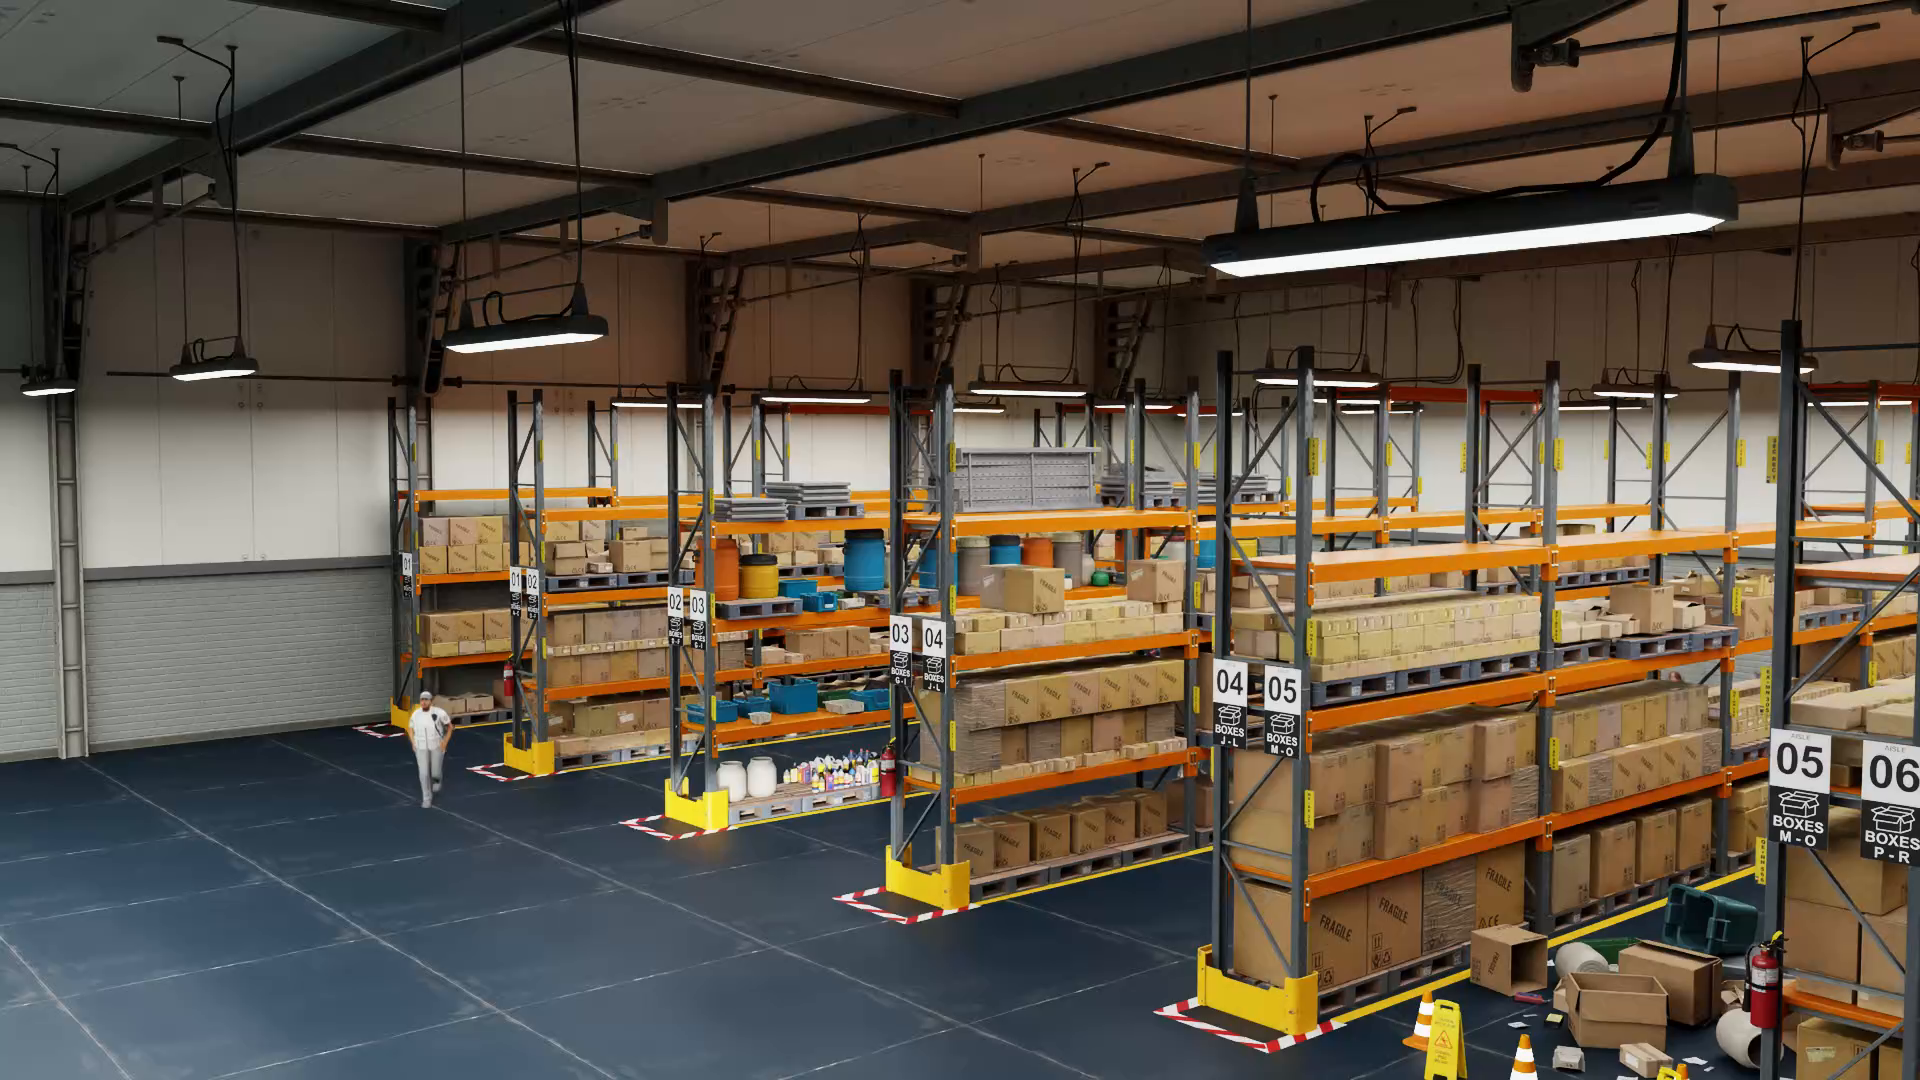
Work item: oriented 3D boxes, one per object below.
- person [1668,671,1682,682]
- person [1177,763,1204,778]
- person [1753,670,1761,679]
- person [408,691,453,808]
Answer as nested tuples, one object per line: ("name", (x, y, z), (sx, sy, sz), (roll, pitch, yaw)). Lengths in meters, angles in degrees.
("person", (11.354, 2.855, 26.440), (0.512, 1.542, 0.578), (-3, 5, -44))
("person", (3.293, 2.841, 24.164), (0.649, 1.778, 1.007), (3, 5, 44))
("person", (12.135, 2.847, 25.307), (0.713, 1.746, 0.576), (-3, 5, -43))
("person", (-7.572, 2.971, 23.804), (0.619, 1.655, 0.619), (0, 3, -7))
